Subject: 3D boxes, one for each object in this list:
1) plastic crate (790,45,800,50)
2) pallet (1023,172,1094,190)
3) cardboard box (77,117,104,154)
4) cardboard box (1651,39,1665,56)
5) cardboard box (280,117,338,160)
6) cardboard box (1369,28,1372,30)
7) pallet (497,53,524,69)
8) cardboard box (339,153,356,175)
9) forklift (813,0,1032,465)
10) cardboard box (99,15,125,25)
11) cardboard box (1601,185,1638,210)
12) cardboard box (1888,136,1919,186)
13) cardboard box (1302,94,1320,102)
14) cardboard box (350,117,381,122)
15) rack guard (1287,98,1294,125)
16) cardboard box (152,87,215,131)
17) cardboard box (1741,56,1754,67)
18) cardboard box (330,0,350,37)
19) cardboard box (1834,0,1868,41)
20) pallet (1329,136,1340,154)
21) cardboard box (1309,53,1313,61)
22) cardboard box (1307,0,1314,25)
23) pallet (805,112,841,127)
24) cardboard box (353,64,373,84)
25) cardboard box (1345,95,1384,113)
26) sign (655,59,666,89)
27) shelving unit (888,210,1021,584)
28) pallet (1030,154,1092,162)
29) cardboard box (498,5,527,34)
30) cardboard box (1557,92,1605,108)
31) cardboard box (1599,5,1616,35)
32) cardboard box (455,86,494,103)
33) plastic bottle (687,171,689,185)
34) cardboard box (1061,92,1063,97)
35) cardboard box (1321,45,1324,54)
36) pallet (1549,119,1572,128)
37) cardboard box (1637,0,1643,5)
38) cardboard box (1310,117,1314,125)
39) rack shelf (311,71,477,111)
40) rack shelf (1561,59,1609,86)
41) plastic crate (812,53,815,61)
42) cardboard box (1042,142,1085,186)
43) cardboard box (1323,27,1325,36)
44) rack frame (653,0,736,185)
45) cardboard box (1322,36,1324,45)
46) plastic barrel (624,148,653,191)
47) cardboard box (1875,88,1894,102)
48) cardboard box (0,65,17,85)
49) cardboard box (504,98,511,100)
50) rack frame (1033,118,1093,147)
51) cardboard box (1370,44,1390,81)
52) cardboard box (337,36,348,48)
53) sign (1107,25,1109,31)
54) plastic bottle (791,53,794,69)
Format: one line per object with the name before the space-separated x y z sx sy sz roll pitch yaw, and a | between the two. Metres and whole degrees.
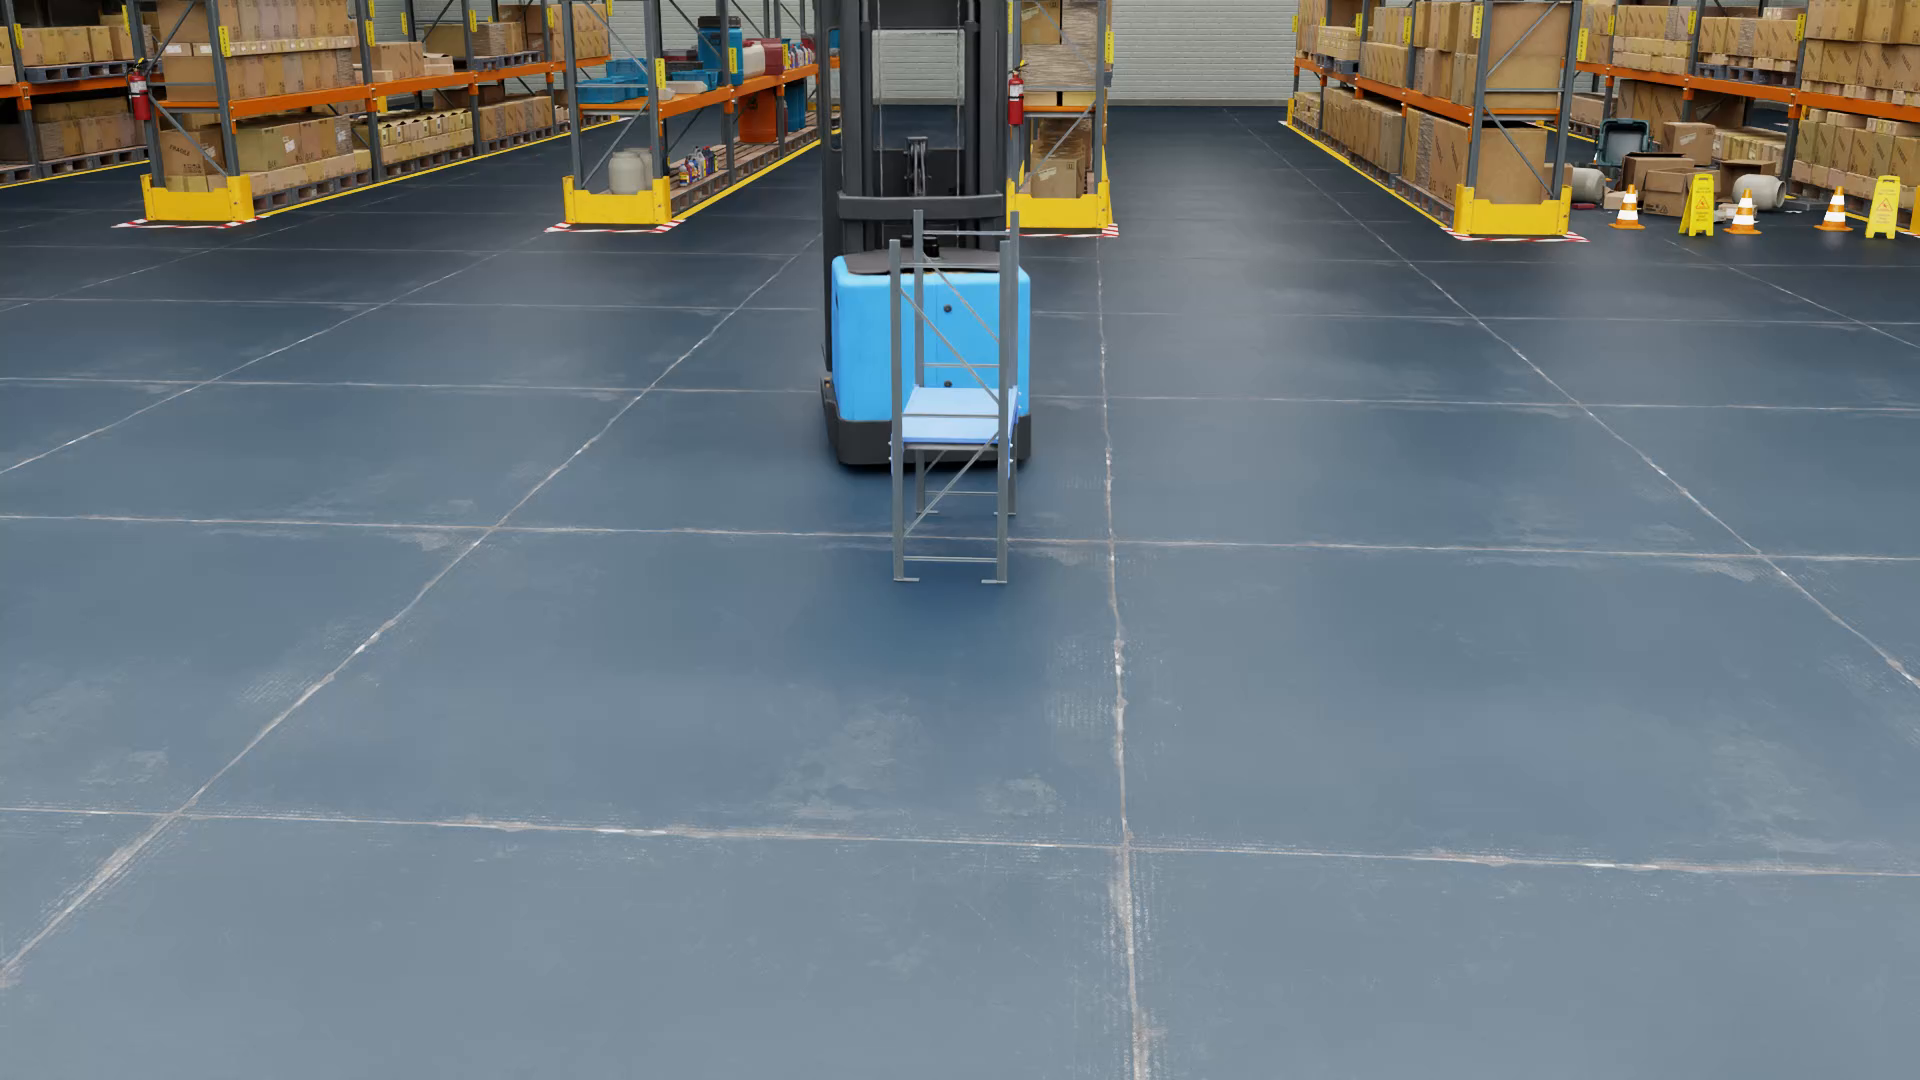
plastic crate | -3.182 -9.397 31.956 0.416 0.233 0.300 1 18 4
pallet | 1.347 -4.647 21.767 1.003 0.211 1.213 1 18 4
cardboard box | -13.362 -6.083 24.978 0.700 0.500 0.500 1 18 5
cardboard box | 11.361 -7.844 26.483 0.500 0.250 0.500 1 18 2
cardboard box | -8.416 -5.194 21.494 0.500 0.500 0.500 1 18 4
cardboard box | 6.945 -8.353 27.373 0.380 0.149 0.250 0 18 1
pallet | -8.100 -8.159 28.315 1.003 0.211 1.213 1 18 4
cardboard box | -8.382 -4.993 22.085 0.500 0.250 0.500 1 18 4
forklift | -0.298 -2.212 9.966 1.130 2.935 3.031 -2 18 -6
cardboard box | -13.179 -8.113 25.955 0.380 0.149 0.250 -2 18 -5
cardboard box | 8.013 -4.166 20.209 0.396 0.266 0.258 4 19 13
cardboard box | 10.755 -4.222 18.528 0.500 0.500 0.500 1 18 4
cardboard box | 6.802 -8.496 31.984 0.380 0.149 0.250 0 18 1
cardboard box | -8.709 -6.012 24.295 0.500 0.311 0.500 1 18 4
rack guard | 7.154 -8.555 33.229 1.175 0.500 0.348 1 18 4
cardboard box | -12.992 -7.159 27.733 0.750 0.750 0.750 1 18 3
cardboard box | 11.158 -6.685 23.238 0.380 0.149 0.250 2 18 6
cardboard box | -8.547 -6.930 22.012 0.700 0.500 0.500 1 18 4
cardboard box | 10.875 -6.179 19.720 0.700 0.500 0.500 1 18 3
pallet | 6.734 -6.577 27.658 1.003 0.211 1.213 1 18 4
cardboard box | 6.700 -8.986 30.933 0.380 0.149 0.250 2 18 5
cardboard box | 6.740 -9.821 30.834 0.500 0.500 0.500 1 18 2
pallet | -2.818 -8.439 33.338 1.003 0.211 1.213 1 18 4
cardboard box | -8.529 -6.487 23.143 0.500 0.250 0.500 2 18 7
cardboard box | 6.374 -6.868 26.203 0.500 0.250 0.500 1 18 3
sign | -3.319 -5.168 18.433 0.100 0.325 0.005 1 18 4
shelving unit | -0.006 -0.686 7.609 0.538 1.500 1.048 1 18 4
pallet | 1.499 -5.478 24.304 1.003 0.211 1.213 1 18 4
cardboard box | -8.170 -9.574 30.559 0.500 0.500 0.500 1 18 4
cardboard box | 12.157 -8.462 32.372 0.875 0.438 0.875 1 18 2
cardboard box | 11.576 -9.121 29.174 0.500 0.500 0.500 1 18 3
cardboard box | -8.332 -7.655 28.572 0.500 0.250 0.500 1 18 3
plastic bottle | -3.419 -4.518 20.680 0.097 0.201 0.097 0 18 0
cardboard box | 1.421 -5.448 20.135 0.380 0.149 0.250 1 18 4
cardboard box | 6.350 -8.329 28.253 0.380 0.149 0.250 1 18 4
pallet | 12.125 -8.112 32.342 1.003 0.211 1.213 1 18 4
cardboard box | 12.101 -9.448 29.133 0.380 0.149 0.250 2 18 5
cardboard box | 6.618 -7.661 30.390 0.380 0.149 0.250 1 18 2
rack shelf | -8.378 -6.683 24.658 1.077 0.370 4.000 1 18 4
rack shelf | 11.961 -8.725 30.887 1.077 0.370 4.000 1 18 4
plastic crate | -2.831 -8.822 30.355 0.396 0.136 0.243 1 18 4
cardboard box | 1.291 -4.698 20.782 0.500 0.500 0.500 0 18 -1
cardboard box | 6.351 -8.609 28.152 0.380 0.149 0.250 1 18 4
rack frame | -3.581 -6.292 22.309 1.000 3.000 0.127 1 18 4
cardboard box | 6.351 -8.473 28.216 0.380 0.149 0.250 2 18 5
plastic barrel | -3.861 -4.429 19.944 0.421 0.512 0.421 0 18 0
cardboard box | 10.793 -5.119 19.131 0.380 0.149 0.250 1 18 3
cardboard box | -13.194 -6.298 22.535 0.500 0.250 0.500 1 18 4
cardboard box | -8.252 -7.599 29.605 0.500 0.500 0.500 2 18 5
rack frame | 1.646 -7.424 25.763 1.000 3.000 0.127 1 18 4
cardboard box | 6.214 -6.882 23.947 0.500 0.500 0.500 1 18 4
cardboard box | -8.347 -6.594 22.027 0.380 0.149 0.250 1 18 3
sign | 1.901 -6.583 21.807 0.100 0.325 0.005 1 18 4
plastic bottle | -2.822 -7.995 27.711 0.097 0.271 0.097 0 18 0
